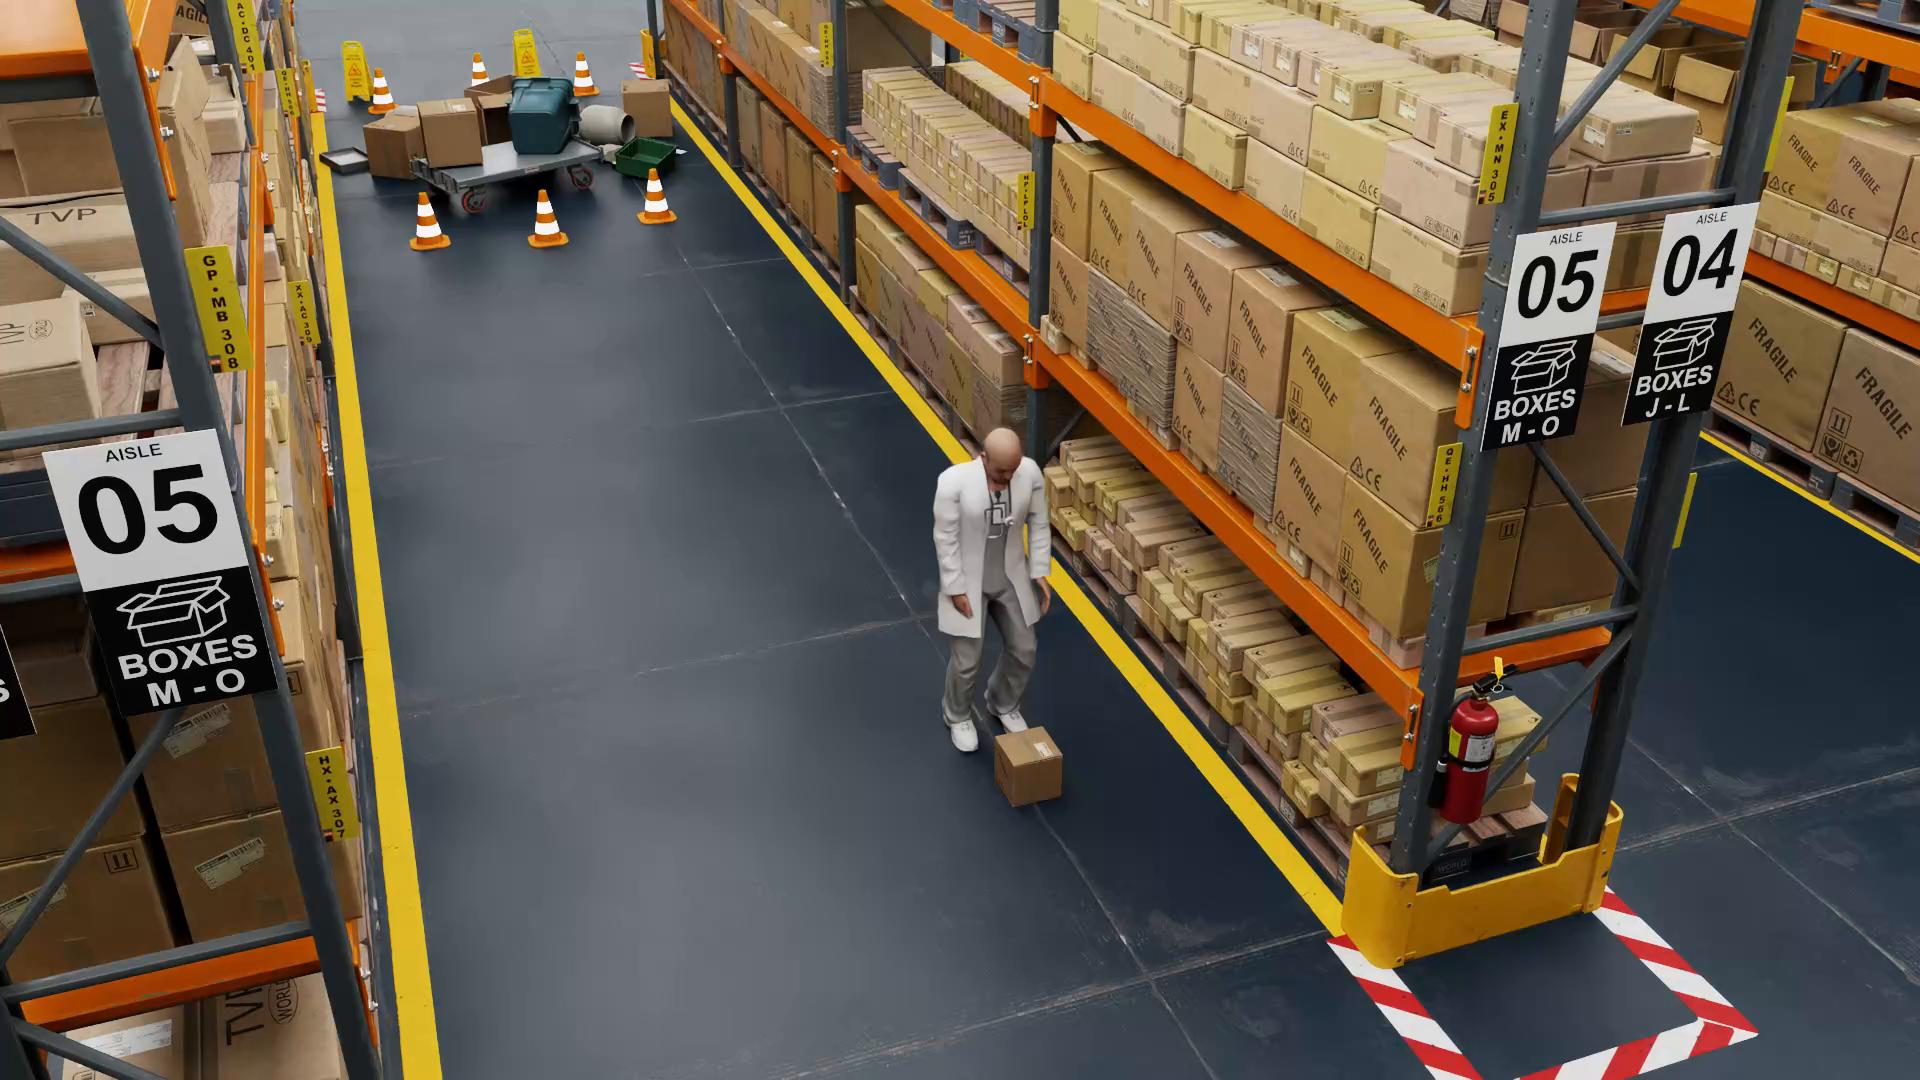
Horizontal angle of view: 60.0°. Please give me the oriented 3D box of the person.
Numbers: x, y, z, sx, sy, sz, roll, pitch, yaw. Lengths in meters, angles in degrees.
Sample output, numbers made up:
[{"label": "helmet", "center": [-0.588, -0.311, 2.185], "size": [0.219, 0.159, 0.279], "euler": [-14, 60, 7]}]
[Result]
[{"label": "person", "center": [0.160, 0.212, 8.062], "size": [0.591, 1.719, 0.425], "euler": [-10, 31, -17]}]
